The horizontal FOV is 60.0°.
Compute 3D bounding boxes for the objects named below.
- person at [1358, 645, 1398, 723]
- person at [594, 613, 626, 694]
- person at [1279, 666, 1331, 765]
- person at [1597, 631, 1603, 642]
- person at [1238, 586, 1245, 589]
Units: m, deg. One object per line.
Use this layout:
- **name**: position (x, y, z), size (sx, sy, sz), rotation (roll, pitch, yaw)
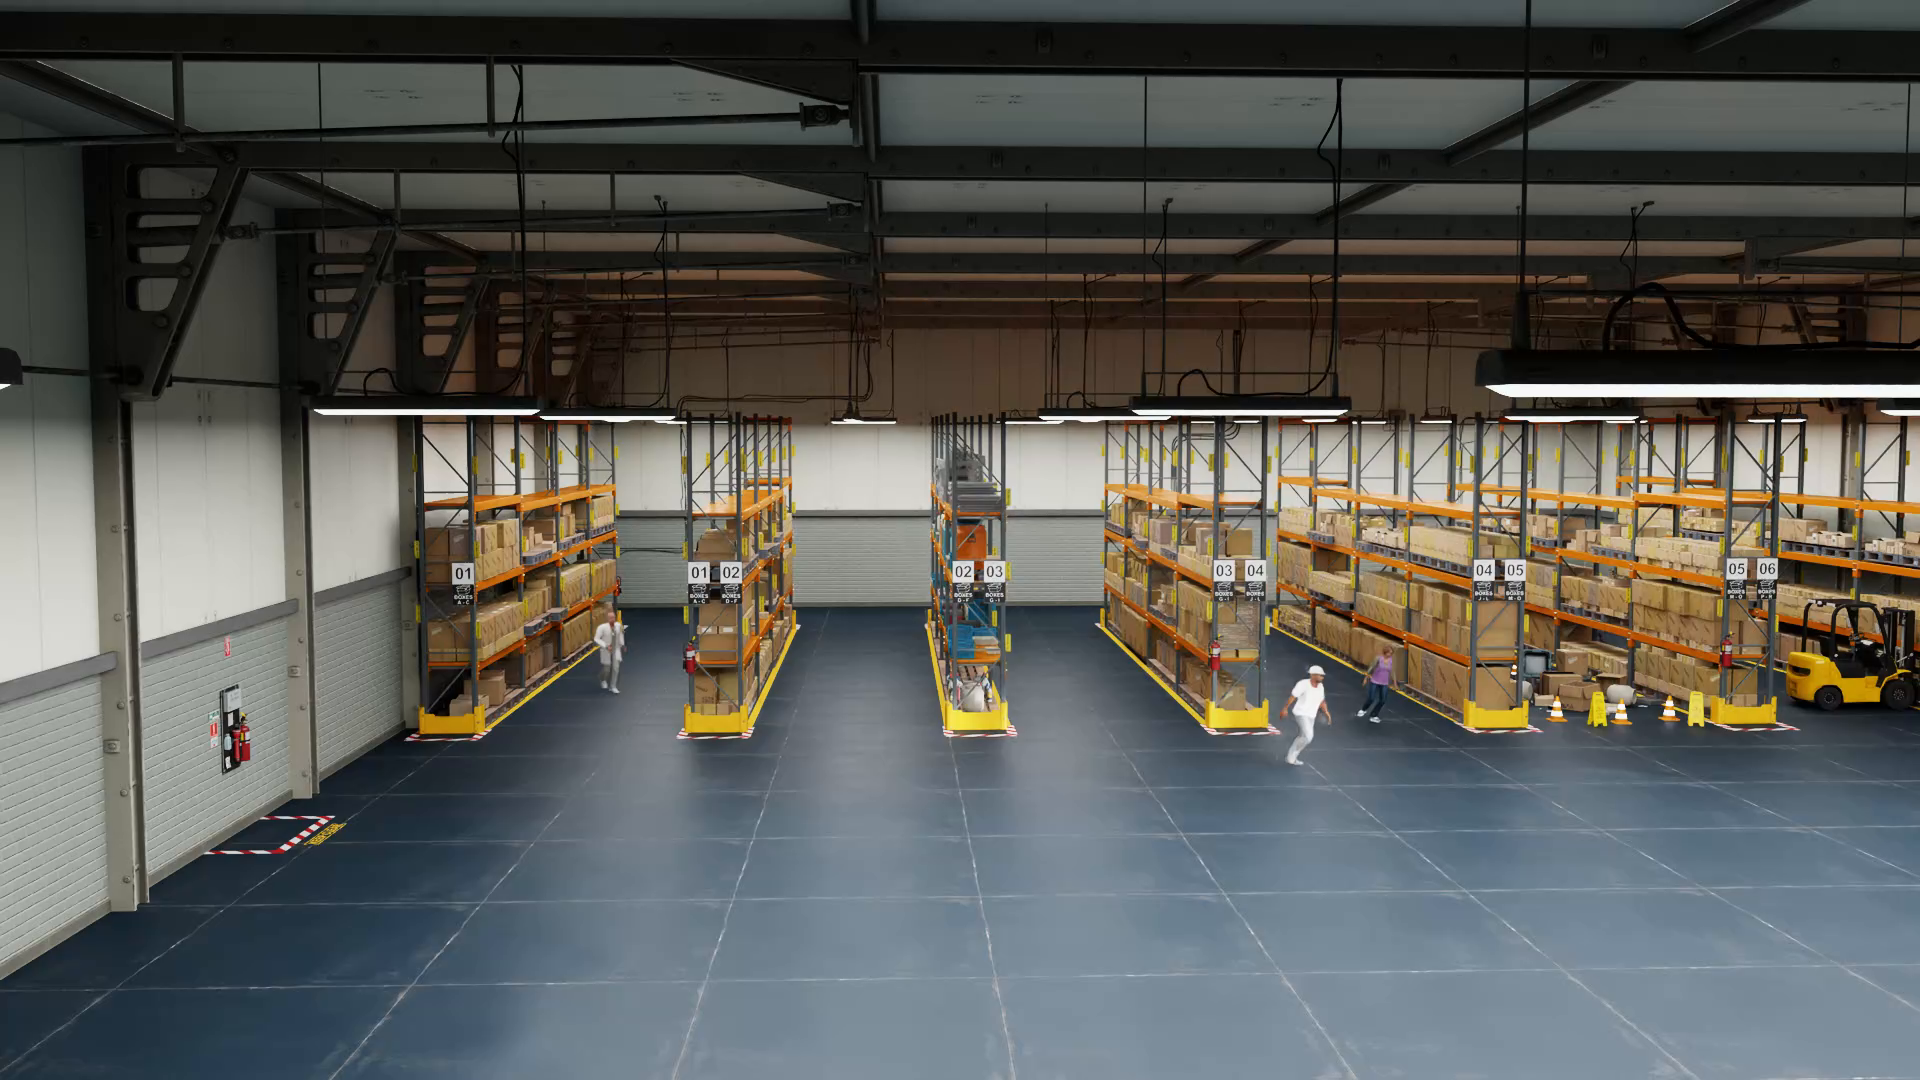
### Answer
- **person**: position (8.081, 2.776, 32.150), size (0.667, 1.506, 0.607), rotation (-1, 4, -13)
- **person**: position (-7.599, 2.422, 35.940), size (0.702, 1.724, 0.902), rotation (-2, 4, -30)
- **person**: position (5.846, 2.952, 28.050), size (0.675, 1.704, 0.685), rotation (-3, 5, -39)
- **person**: position (16.637, 1.951, 43.879), size (0.608, 1.601, 0.718), rotation (-1, 4, -19)
- **person**: position (8.421, 1.615, 48.542), size (0.562, 1.670, 0.854), rotation (3, 5, 38)
